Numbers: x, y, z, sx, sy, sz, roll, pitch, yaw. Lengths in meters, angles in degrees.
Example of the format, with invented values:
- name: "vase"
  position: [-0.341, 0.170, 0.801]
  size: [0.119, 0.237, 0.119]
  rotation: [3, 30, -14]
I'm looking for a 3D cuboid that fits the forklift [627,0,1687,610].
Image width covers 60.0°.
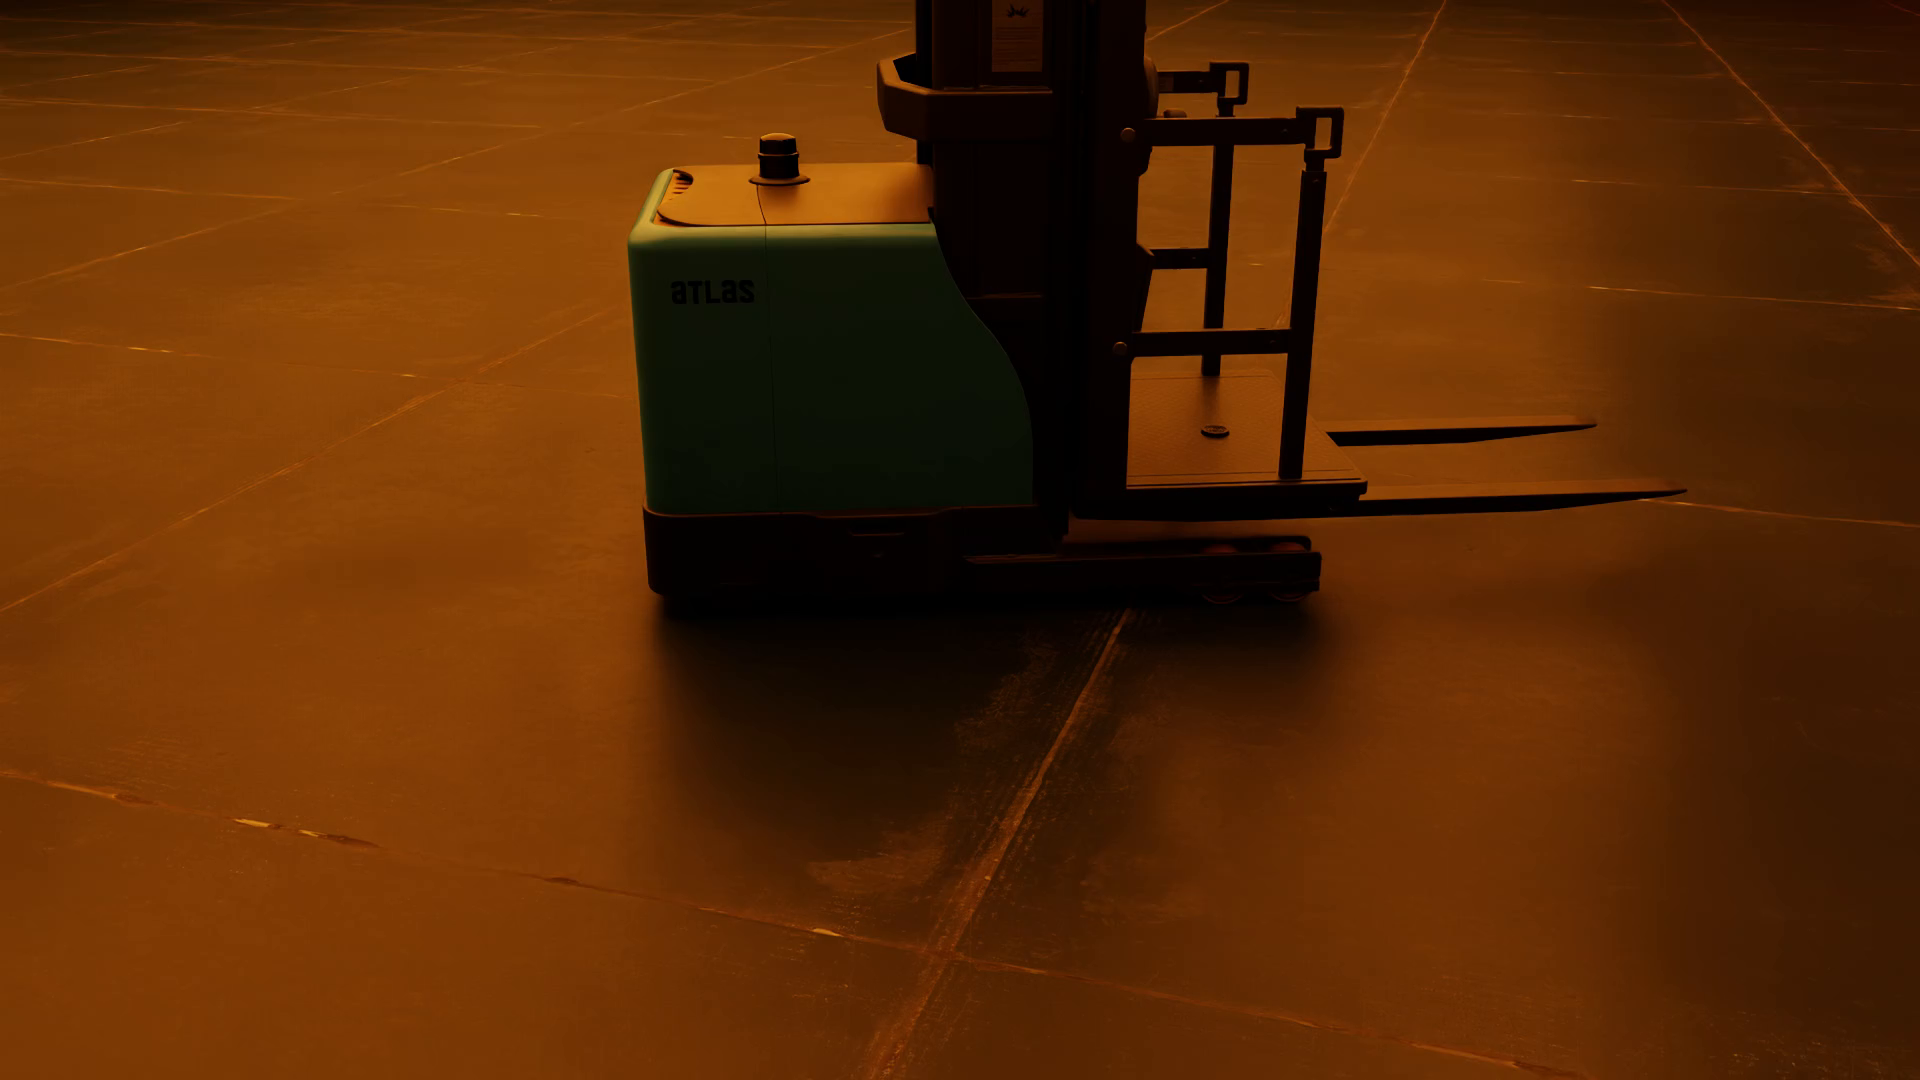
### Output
- name: "forklift"
  position: [0.606, -1.374, 4.608]
  size: [3.031, 2.935, 1.130]
  rotation: [-2, 23, -4]
